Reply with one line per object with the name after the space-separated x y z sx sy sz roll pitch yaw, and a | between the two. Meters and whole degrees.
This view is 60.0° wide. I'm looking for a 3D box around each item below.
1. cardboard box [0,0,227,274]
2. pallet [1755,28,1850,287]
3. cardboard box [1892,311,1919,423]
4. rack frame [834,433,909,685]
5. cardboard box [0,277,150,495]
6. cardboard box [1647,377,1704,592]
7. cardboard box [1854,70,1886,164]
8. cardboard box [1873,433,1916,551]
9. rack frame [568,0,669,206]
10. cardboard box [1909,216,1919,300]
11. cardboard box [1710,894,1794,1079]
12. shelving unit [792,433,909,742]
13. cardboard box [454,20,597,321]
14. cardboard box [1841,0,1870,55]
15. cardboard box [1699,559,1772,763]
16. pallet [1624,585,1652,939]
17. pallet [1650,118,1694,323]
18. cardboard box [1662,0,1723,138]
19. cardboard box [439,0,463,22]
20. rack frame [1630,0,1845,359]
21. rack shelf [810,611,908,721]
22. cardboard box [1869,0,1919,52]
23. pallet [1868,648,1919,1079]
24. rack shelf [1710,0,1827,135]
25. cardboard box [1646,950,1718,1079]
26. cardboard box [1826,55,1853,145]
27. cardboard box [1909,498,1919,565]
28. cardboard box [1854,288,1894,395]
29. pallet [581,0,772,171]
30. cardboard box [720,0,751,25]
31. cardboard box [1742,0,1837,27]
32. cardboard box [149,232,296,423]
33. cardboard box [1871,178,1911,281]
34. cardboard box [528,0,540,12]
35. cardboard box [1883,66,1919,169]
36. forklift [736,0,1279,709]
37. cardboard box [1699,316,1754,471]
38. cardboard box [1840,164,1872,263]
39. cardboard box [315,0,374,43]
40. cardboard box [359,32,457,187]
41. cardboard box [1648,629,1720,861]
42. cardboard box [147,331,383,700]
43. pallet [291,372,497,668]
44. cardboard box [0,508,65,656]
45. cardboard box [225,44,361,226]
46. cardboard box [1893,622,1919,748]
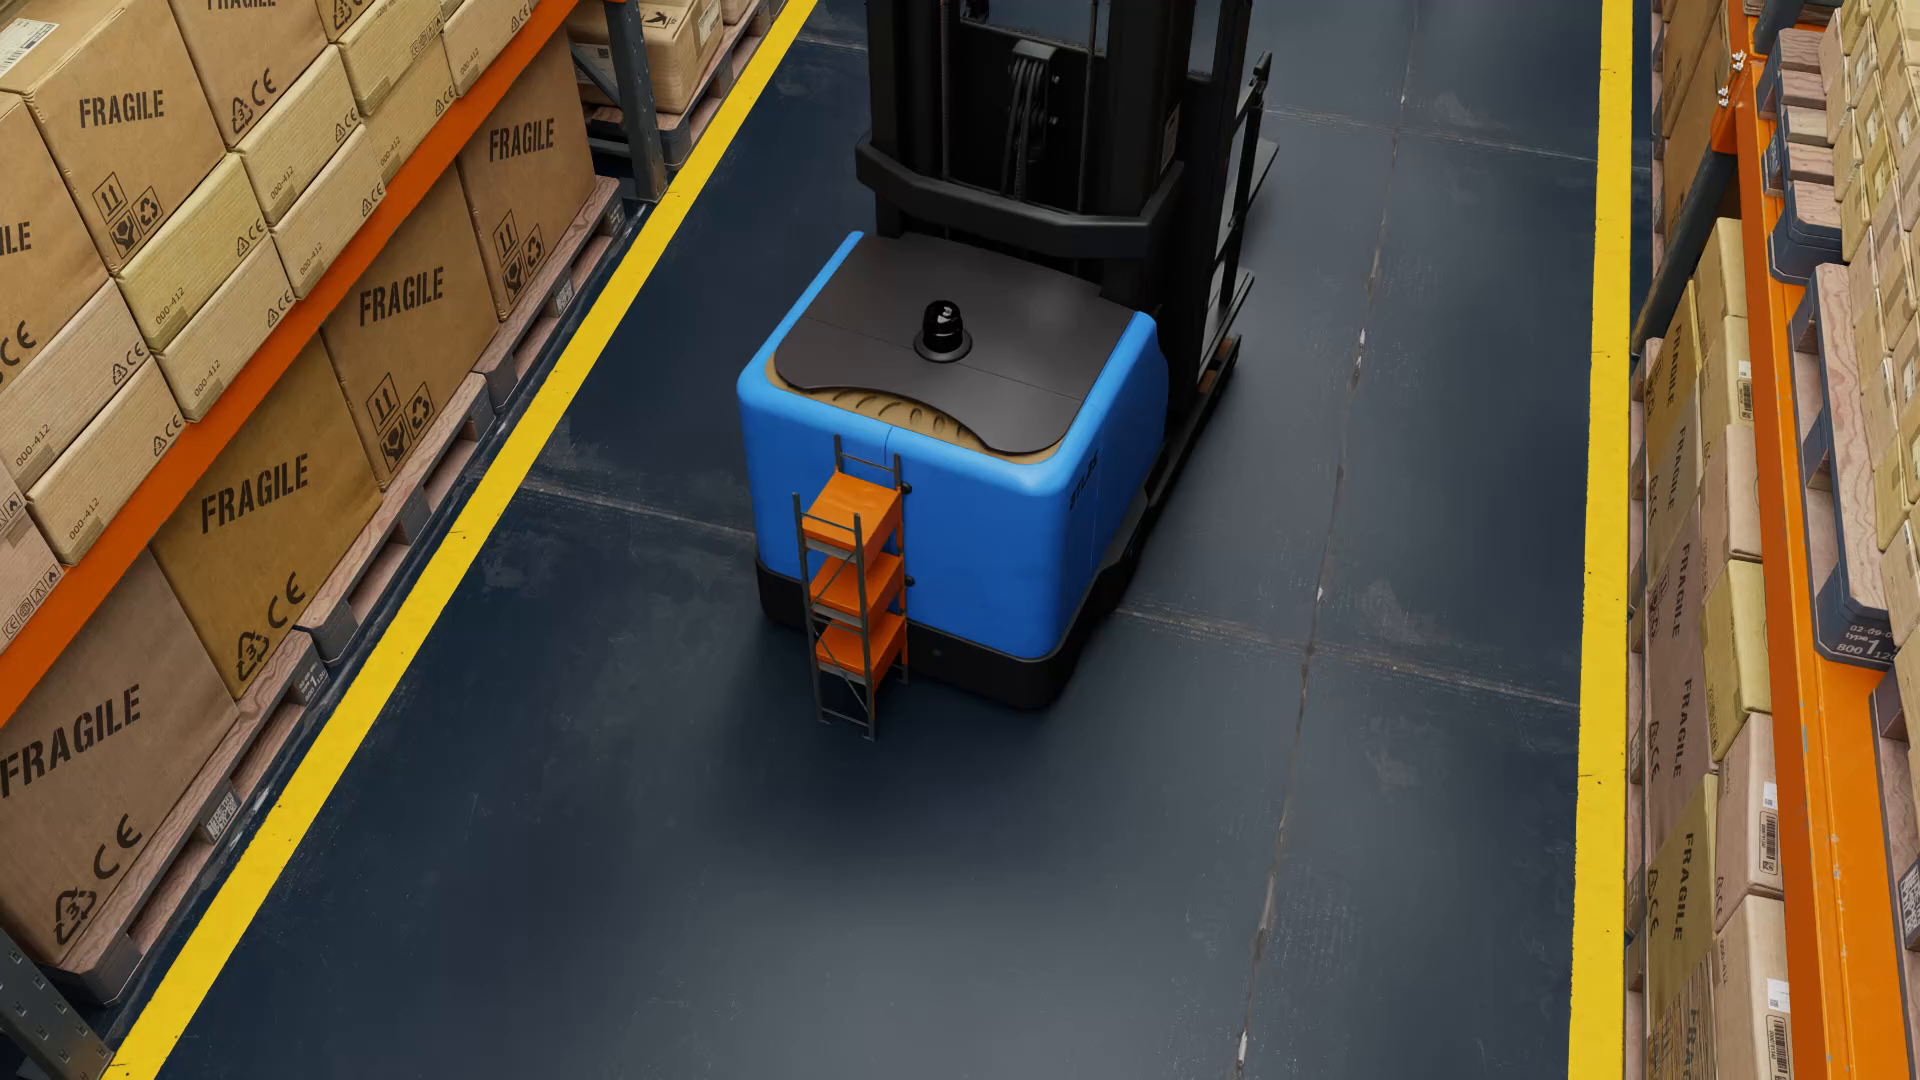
-2.155 -1.010 3.907 0.500 0.500 0.500 10 49 9 | cardboard box
2.981 -1.038 4.793 1.213 0.211 1.003 12 50 10 | pallet
2.340 -0.354 3.751 0.380 0.149 0.250 13 50 11 | cardboard box
-0.258 0.084 4.975 0.200 1.050 0.008 19 51 16 | rack frame
-2.291 -0.409 3.877 0.500 0.250 0.500 12 50 11 | cardboard box
2.504 -0.124 5.246 0.500 0.500 0.500 12 50 10 | cardboard box
2.608 -1.092 4.402 0.380 0.149 0.250 10 49 9 | cardboard box
2.266 -0.070 3.698 0.380 0.149 0.250 14 50 12 | cardboard box
-1.737 -2.542 5.993 1.000 3.000 0.127 12 50 10 | rack frame
2.413 -0.644 3.808 0.380 0.149 0.250 13 50 11 | cardboard box
1.965 1.107 3.659 0.500 0.250 0.500 10 49 9 | cardboard box
-0.307 0.168 4.902 0.215 1.050 0.252 19 51 16 | shelving unit
-1.999 -1.494 6.205 0.875 0.875 0.875 11 50 10 | cardboard box
2.745 -1.482 4.747 0.380 0.149 0.250 14 50 12 | cardboard box
2.238 0.353 4.325 0.500 0.250 0.500 10 49 8 | cardboard box
2.535 0.729 4.965 1.003 0.211 1.213 12 50 10 | pallet
3.346 -1.271 6.731 1.003 0.211 1.213 12 50 10 | pallet
3.539 -2.088 6.813 1.050 0.750 0.750 12 50 11 | cardboard box
-1.750 -1.885 5.180 0.500 0.250 0.500 10 49 9 | cardboard box
3.066 -1.638 5.195 1.000 3.000 0.127 12 50 10 | rack frame
-0.307 0.359 5.118 0.215 0.259 0.240 19 51 16 | rack shelf
2.689 -1.400 4.475 0.380 0.149 0.250 10 49 9 | cardboard box
2.354 0.795 3.176 1.003 0.211 1.213 12 50 10 | pallet
3.592 -2.846 6.741 1.077 0.370 4.000 12 50 10 | rack shelf
1.964 1.359 3.937 0.500 0.500 0.500 11 49 9 | cardboard box
2.682 -1.216 4.710 0.380 0.149 0.250 14 50 12 | cardboard box
2.201 0.018 3.422 0.380 0.149 0.250 9 49 8 | cardboard box
2.406 -0.450 4.034 0.380 0.149 0.250 12 50 11 | cardboard box
-1.529 -2.184 7.537 1.003 0.211 1.213 12 50 10 | pallet
-1.392 -2.753 7.652 0.950 0.372 0.625 11 49 9 | cardboard box
2.925 -2.050 5.492 0.500 0.500 0.500 12 50 10 | cardboard box
-2.134 -0.607 4.385 0.500 0.250 0.500 11 50 10 | cardboard box
2.476 -0.729 4.082 0.380 0.149 0.250 12 50 10 | cardboard box
-1.619 -2.075 5.681 0.500 0.250 0.500 10 49 9 | cardboard box
2.550 -1.032 4.151 0.380 0.149 0.250 10 49 8 | cardboard box
0.406 -1.567 5.178 1.130 2.935 3.031 19 51 16 | forklift
2.517 -0.380 4.972 0.500 0.250 0.500 11 49 10 | cardboard box
2.542 -0.825 4.365 0.380 0.149 0.250 14 50 12 | cardboard box
-1.885 -1.749 4.560 0.500 0.500 0.500 12 50 10 | cardboard box
-1.887 -1.341 5.033 0.500 0.250 0.500 11 50 10 | cardboard box
2.239 0.617 4.592 0.500 0.500 0.500 11 49 9 | cardboard box
-2.473 -0.203 5.066 0.875 0.875 0.875 13 50 11 | cardboard box
-2.340 -0.184 5.771 1.003 0.211 1.213 12 50 10 | pallet
-2.419 0.135 3.730 0.500 0.250 0.500 11 49 9 | cardboard box
-2.002 -1.135 4.518 0.500 0.250 0.500 10 49 9 | cardboard box
2.128 0.324 3.351 0.380 0.149 0.250 9 49 8 | cardboard box
